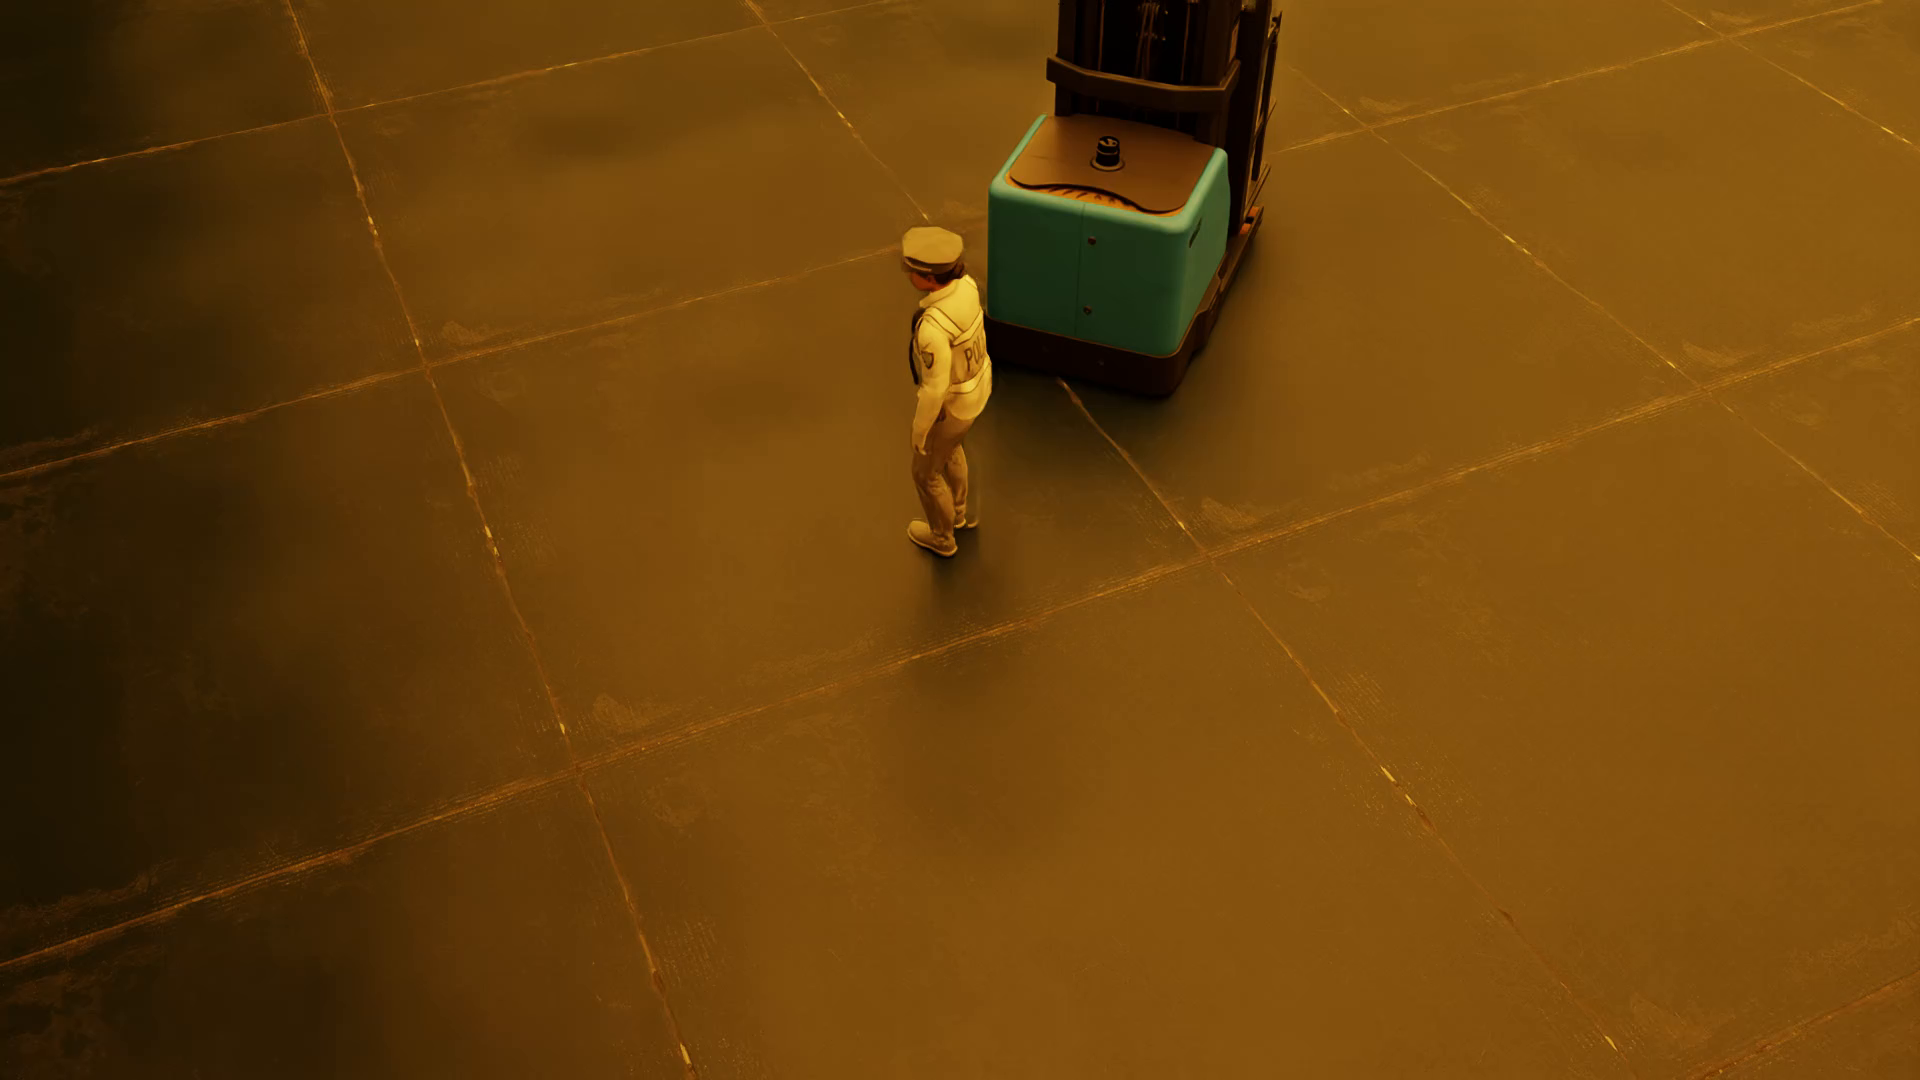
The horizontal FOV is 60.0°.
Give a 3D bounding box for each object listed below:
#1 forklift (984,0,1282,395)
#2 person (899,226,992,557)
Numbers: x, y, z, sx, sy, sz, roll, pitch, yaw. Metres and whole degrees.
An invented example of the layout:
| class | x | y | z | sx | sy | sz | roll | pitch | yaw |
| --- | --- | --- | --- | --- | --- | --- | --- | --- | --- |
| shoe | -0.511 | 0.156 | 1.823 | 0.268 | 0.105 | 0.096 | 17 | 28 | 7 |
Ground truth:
| class | x | y | z | sx | sy | sz | roll | pitch | yaw |
| --- | --- | --- | --- | --- | --- | --- | --- | --- | --- |
| forklift | 1.132 | -2.832 | 8.714 | 1.130 | 2.935 | 3.031 | 15 | 45 | 15 |
| person | -0.065 | -0.610 | 7.271 | 0.380 | 1.660 | 0.580 | 14 | 45 | 14 |
